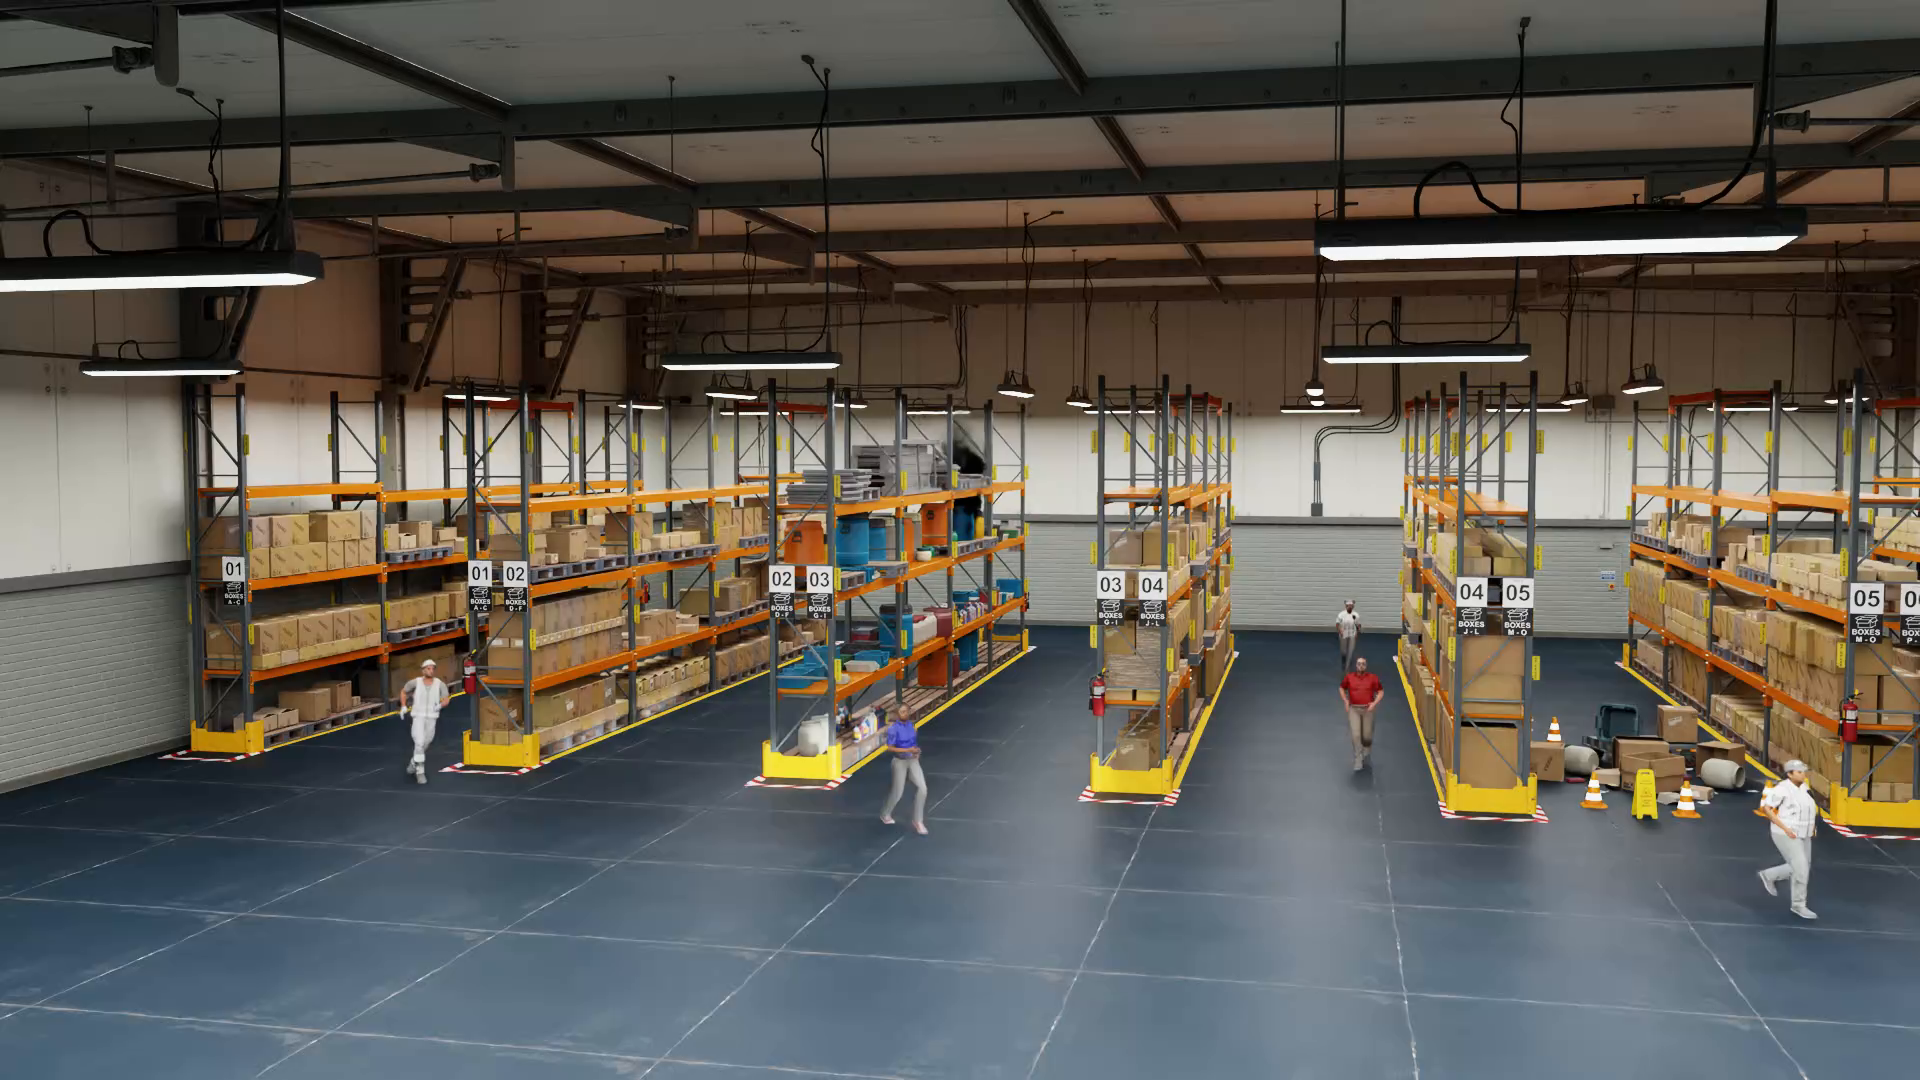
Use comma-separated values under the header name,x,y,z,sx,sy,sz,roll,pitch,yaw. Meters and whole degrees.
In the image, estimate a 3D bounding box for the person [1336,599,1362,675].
name,x,y,z,sx,sy,sz,roll,pitch,yaw
person,8.468,2.104,36.218,0.556,1.654,0.549,1,3,10

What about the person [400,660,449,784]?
name,x,y,z,sx,sy,sz,roll,pitch,yaw
person,-7.979,2.680,24.848,0.703,1.768,0.929,-2,4,-30

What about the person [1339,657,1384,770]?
name,x,y,z,sx,sy,sz,roll,pitch,yaw
person,6.241,2.674,25.875,0.676,1.711,0.785,1,3,13

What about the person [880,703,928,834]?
name,x,y,z,sx,sy,sz,roll,pitch,yaw
person,-0.722,2.961,21.616,0.582,1.694,0.778,-3,4,-39

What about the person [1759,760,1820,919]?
name,x,y,z,sx,sy,sz,roll,pitch,yaw
person,8.901,3.170,17.867,0.626,1.650,0.747,-2,4,-29
